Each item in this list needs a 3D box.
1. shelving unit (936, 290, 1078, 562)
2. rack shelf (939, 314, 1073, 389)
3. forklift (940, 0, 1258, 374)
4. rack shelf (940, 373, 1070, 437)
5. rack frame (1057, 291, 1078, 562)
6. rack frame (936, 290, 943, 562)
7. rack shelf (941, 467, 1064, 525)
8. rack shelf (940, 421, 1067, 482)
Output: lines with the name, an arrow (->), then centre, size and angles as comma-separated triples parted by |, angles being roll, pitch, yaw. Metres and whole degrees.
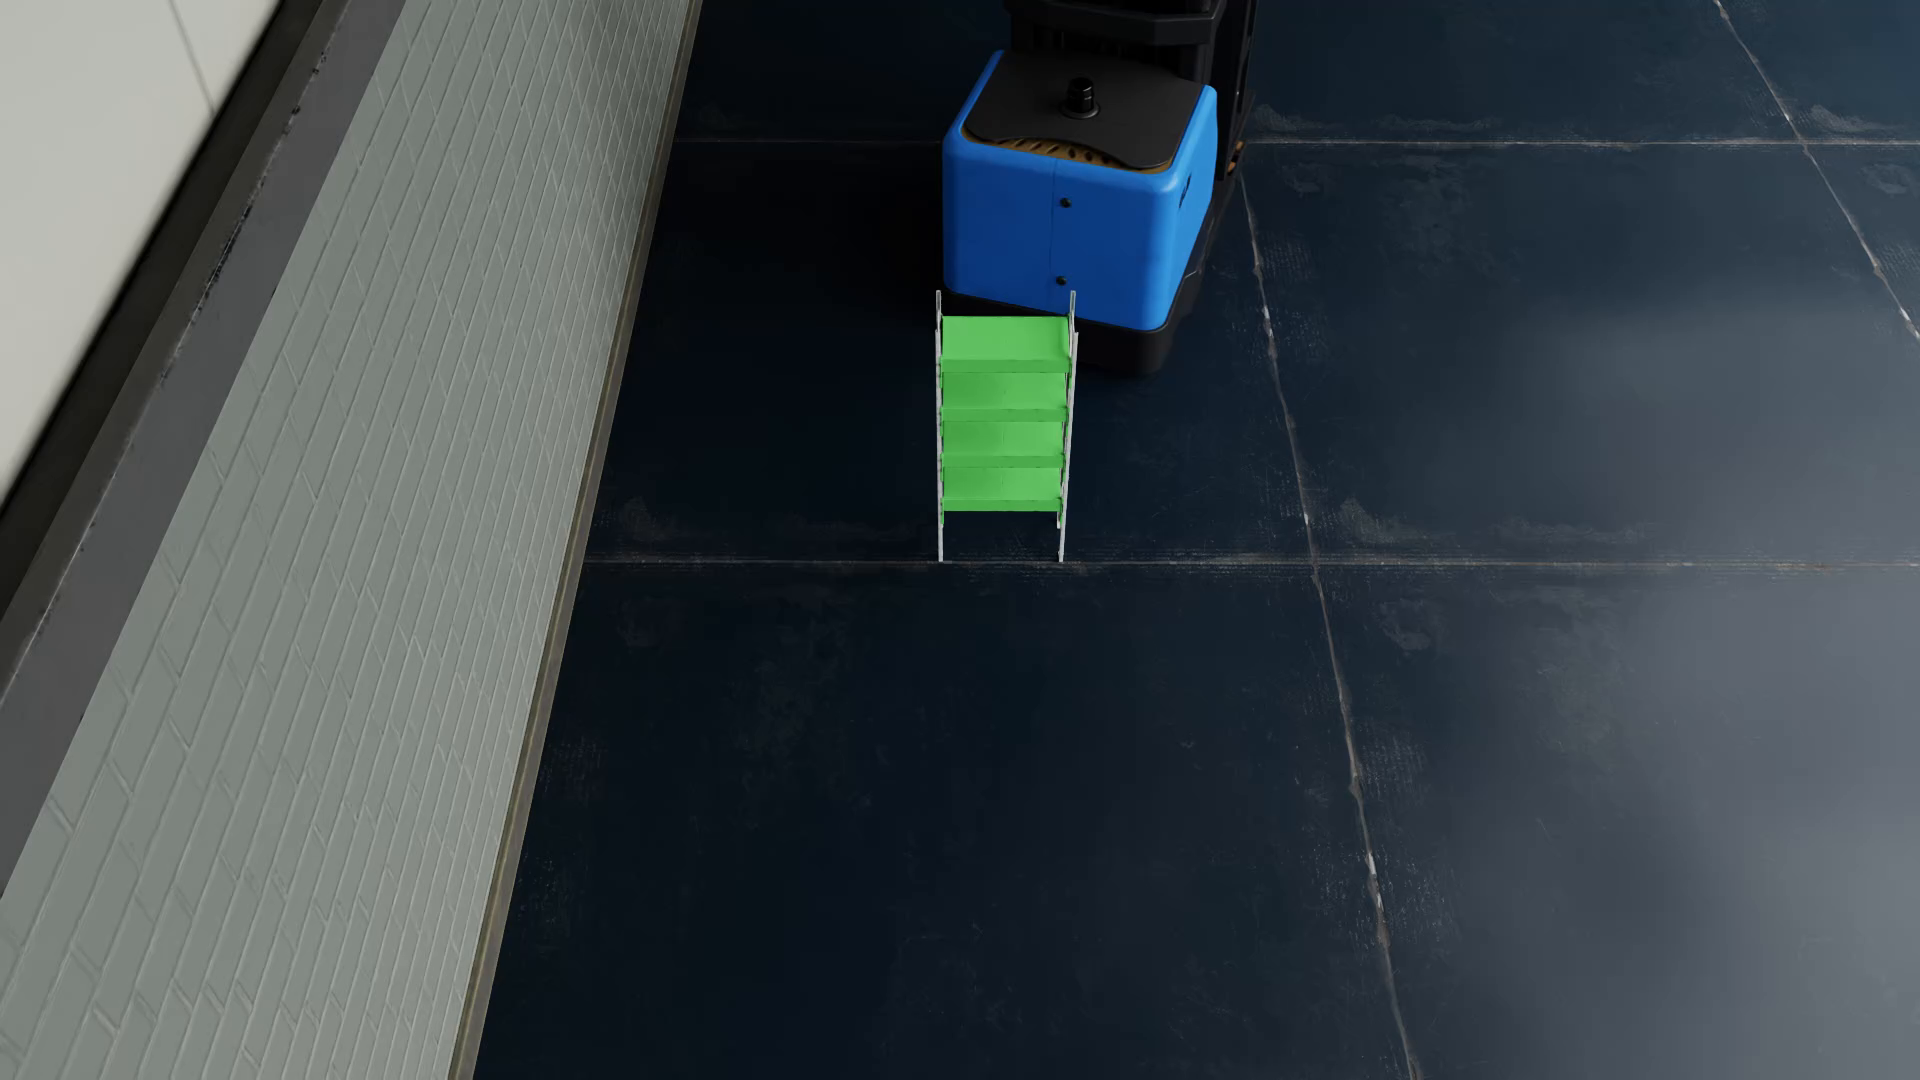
shelving unit -> 0.166, -0.408, 6.391 | 0.503, 1.200, 0.258 | 0, 47, 0
rack shelf -> 0.166, -0.692, 6.087 | 0.480, 0.148, 0.258 | 0, 47, 0
forklift -> 0.849, -2.841, 7.472 | 1.130, 2.935, 3.031 | 13, 48, 12
rack shelf -> 0.166, -0.528, 6.262 | 0.480, 0.148, 0.258 | 0, 47, 0
rack frame -> 0.410, -0.408, 6.391 | 0.015, 1.200, 0.240 | 0, 47, 0
rack frame -> -0.078, -0.409, 6.392 | 0.015, 1.200, 0.240 | 0, 47, 0
rack shelf -> 0.166, -0.201, 6.614 | 0.480, 0.148, 0.258 | 0, 47, 0
rack shelf -> 0.166, -0.365, 6.438 | 0.480, 0.148, 0.258 | 0, 47, 0
